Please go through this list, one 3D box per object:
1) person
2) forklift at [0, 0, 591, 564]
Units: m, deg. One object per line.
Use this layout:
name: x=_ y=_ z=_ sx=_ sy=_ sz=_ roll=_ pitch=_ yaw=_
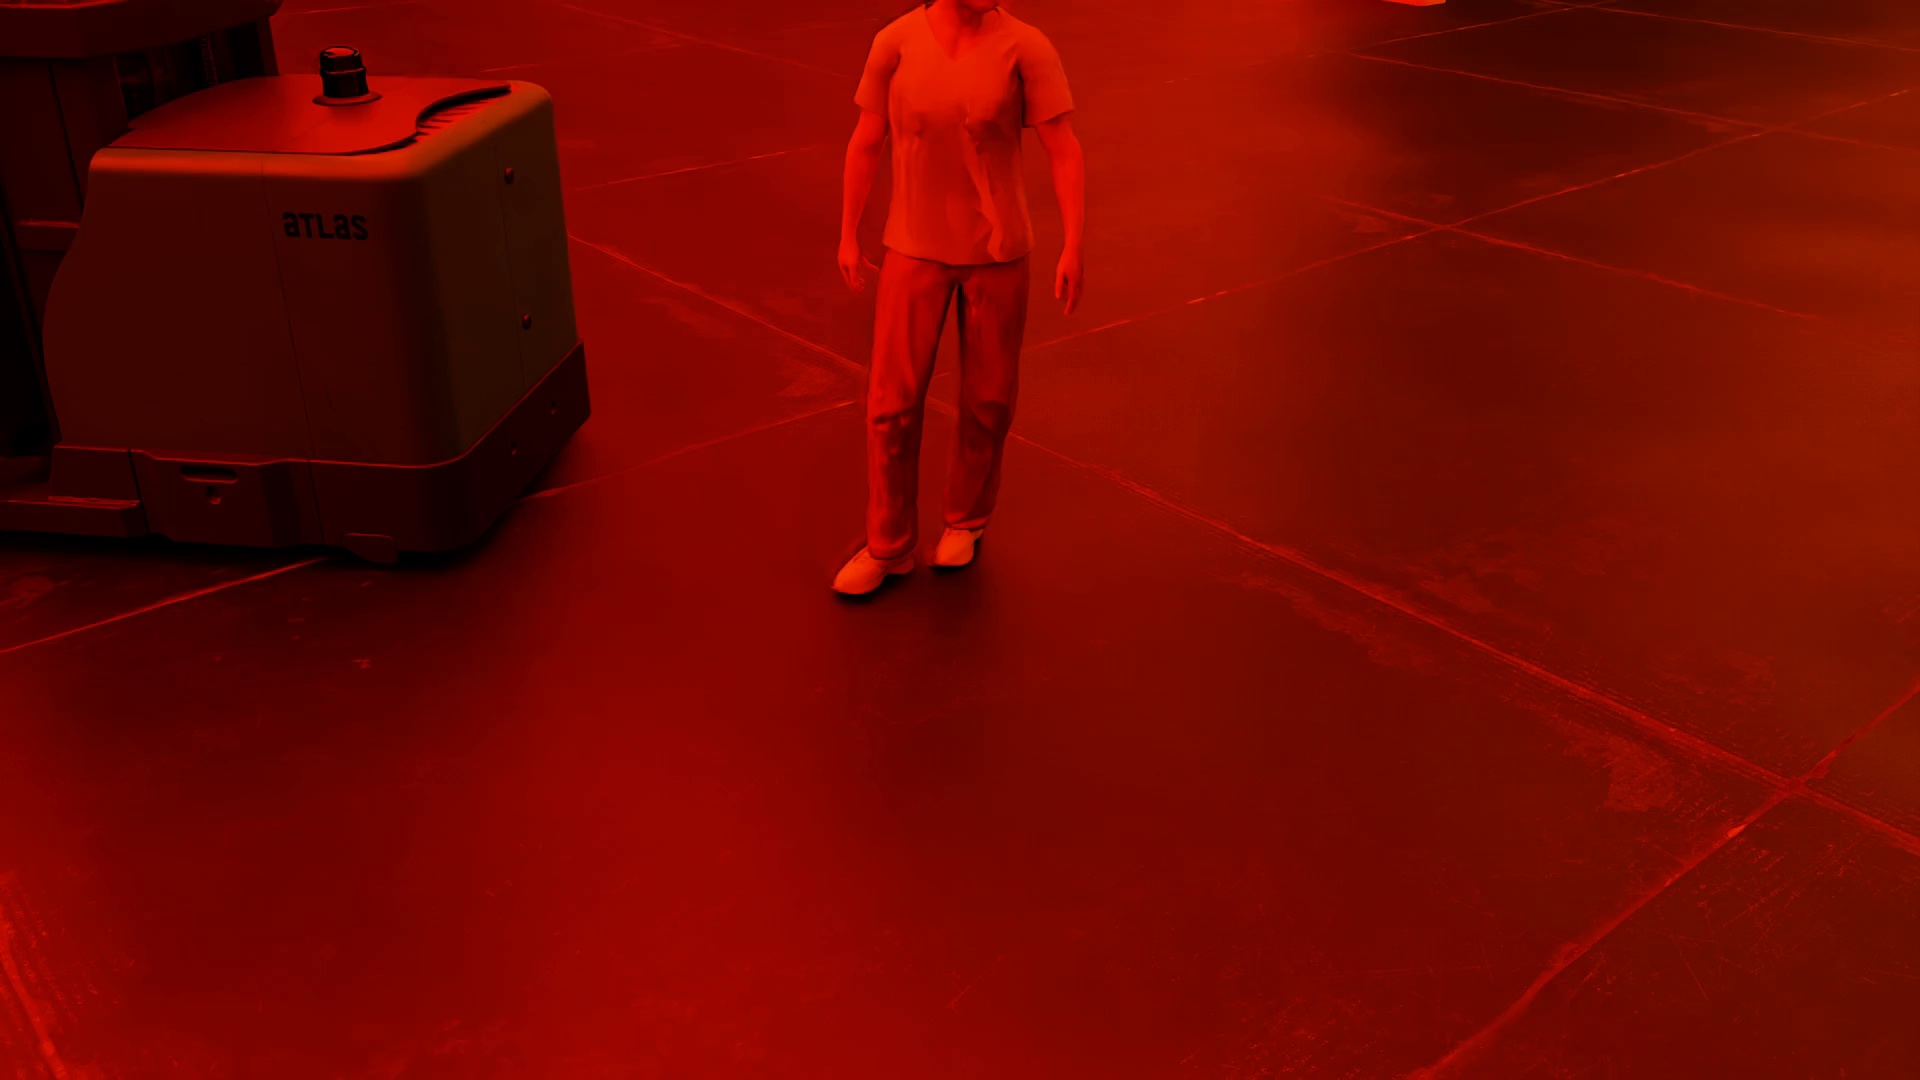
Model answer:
person: x=-0.011 y=-0.673 z=4.006 sx=0.616 sy=1.655 sz=0.488 roll=0 pitch=26 yaw=1
forklift: x=-2.696 y=-1.536 z=4.300 sx=3.031 sy=2.935 sz=1.130 roll=4 pitch=27 yaw=7
